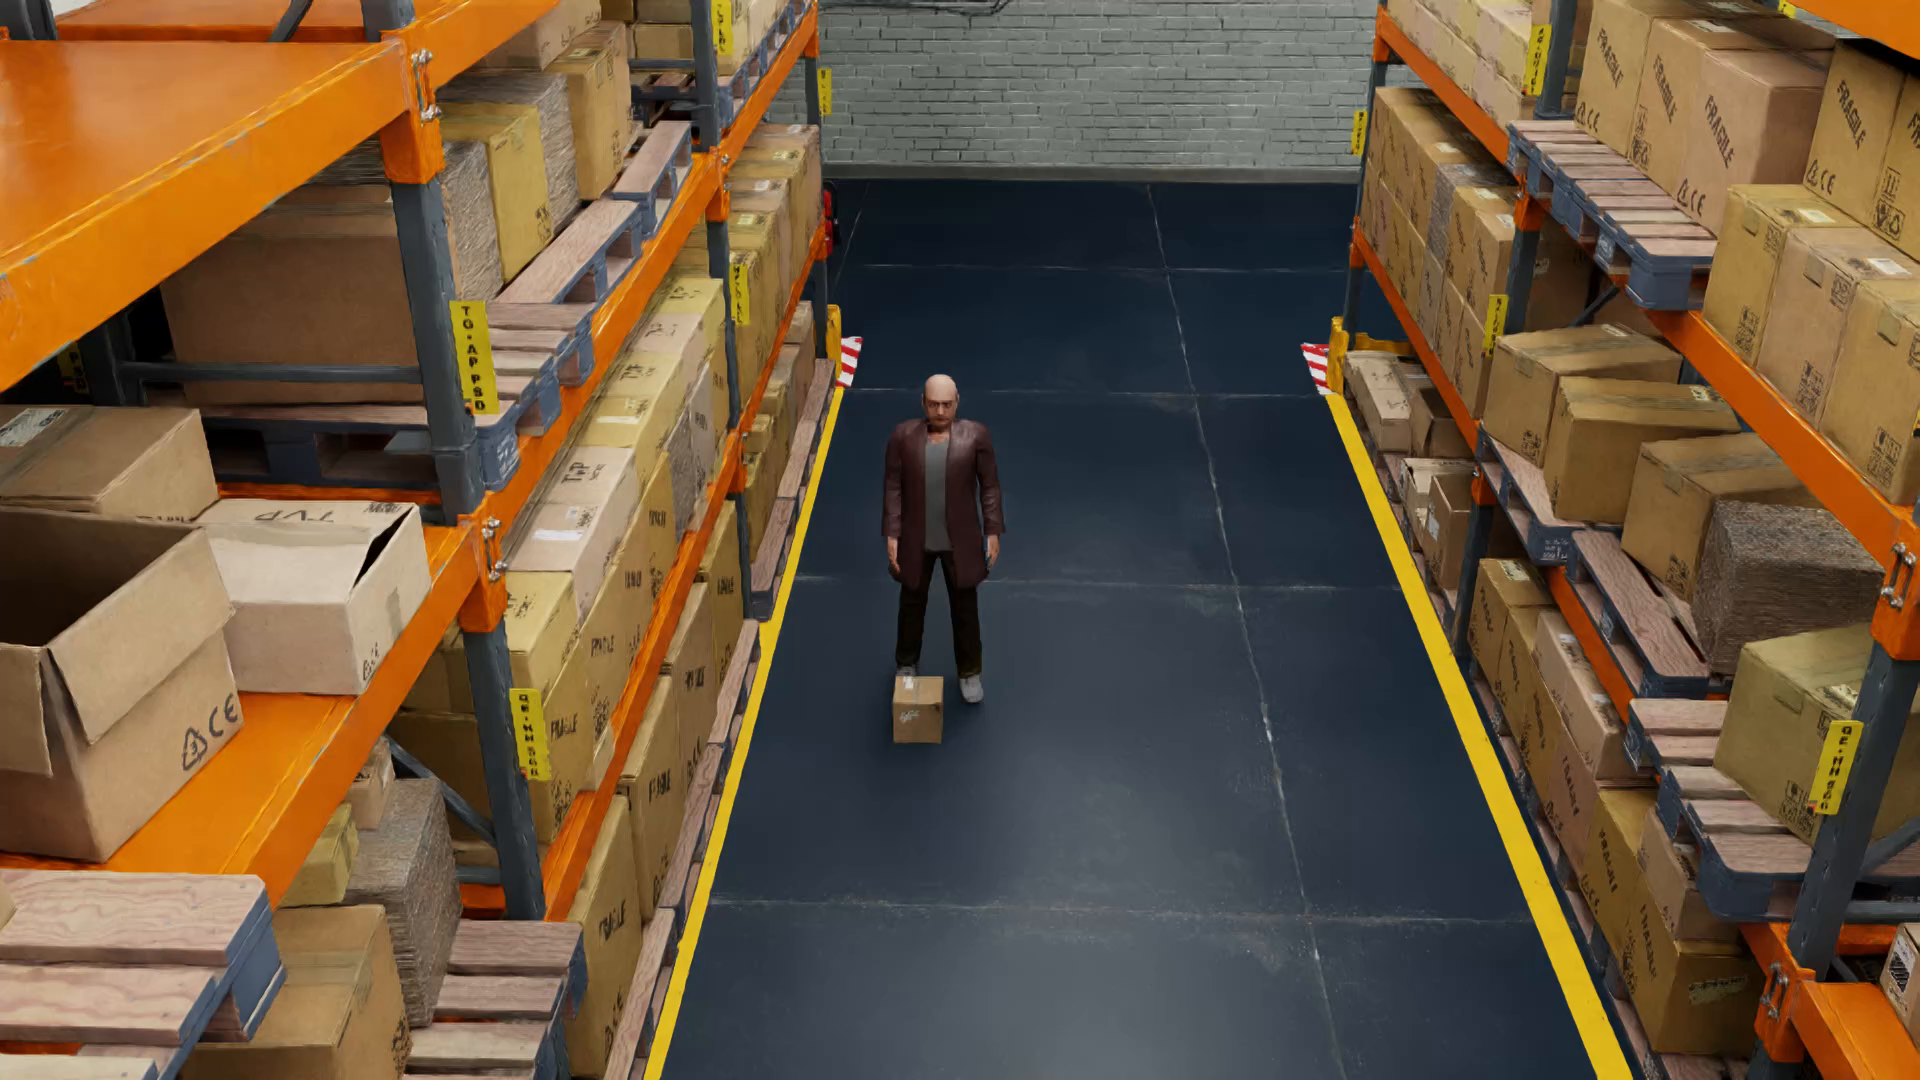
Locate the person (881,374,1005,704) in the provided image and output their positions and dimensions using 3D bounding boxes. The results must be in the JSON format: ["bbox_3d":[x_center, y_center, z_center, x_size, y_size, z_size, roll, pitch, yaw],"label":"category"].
[{"bbox_3d":[-0.086,0.008,8.666,0.645,1.822,0.476,2,28,3],"label":"person"}]
